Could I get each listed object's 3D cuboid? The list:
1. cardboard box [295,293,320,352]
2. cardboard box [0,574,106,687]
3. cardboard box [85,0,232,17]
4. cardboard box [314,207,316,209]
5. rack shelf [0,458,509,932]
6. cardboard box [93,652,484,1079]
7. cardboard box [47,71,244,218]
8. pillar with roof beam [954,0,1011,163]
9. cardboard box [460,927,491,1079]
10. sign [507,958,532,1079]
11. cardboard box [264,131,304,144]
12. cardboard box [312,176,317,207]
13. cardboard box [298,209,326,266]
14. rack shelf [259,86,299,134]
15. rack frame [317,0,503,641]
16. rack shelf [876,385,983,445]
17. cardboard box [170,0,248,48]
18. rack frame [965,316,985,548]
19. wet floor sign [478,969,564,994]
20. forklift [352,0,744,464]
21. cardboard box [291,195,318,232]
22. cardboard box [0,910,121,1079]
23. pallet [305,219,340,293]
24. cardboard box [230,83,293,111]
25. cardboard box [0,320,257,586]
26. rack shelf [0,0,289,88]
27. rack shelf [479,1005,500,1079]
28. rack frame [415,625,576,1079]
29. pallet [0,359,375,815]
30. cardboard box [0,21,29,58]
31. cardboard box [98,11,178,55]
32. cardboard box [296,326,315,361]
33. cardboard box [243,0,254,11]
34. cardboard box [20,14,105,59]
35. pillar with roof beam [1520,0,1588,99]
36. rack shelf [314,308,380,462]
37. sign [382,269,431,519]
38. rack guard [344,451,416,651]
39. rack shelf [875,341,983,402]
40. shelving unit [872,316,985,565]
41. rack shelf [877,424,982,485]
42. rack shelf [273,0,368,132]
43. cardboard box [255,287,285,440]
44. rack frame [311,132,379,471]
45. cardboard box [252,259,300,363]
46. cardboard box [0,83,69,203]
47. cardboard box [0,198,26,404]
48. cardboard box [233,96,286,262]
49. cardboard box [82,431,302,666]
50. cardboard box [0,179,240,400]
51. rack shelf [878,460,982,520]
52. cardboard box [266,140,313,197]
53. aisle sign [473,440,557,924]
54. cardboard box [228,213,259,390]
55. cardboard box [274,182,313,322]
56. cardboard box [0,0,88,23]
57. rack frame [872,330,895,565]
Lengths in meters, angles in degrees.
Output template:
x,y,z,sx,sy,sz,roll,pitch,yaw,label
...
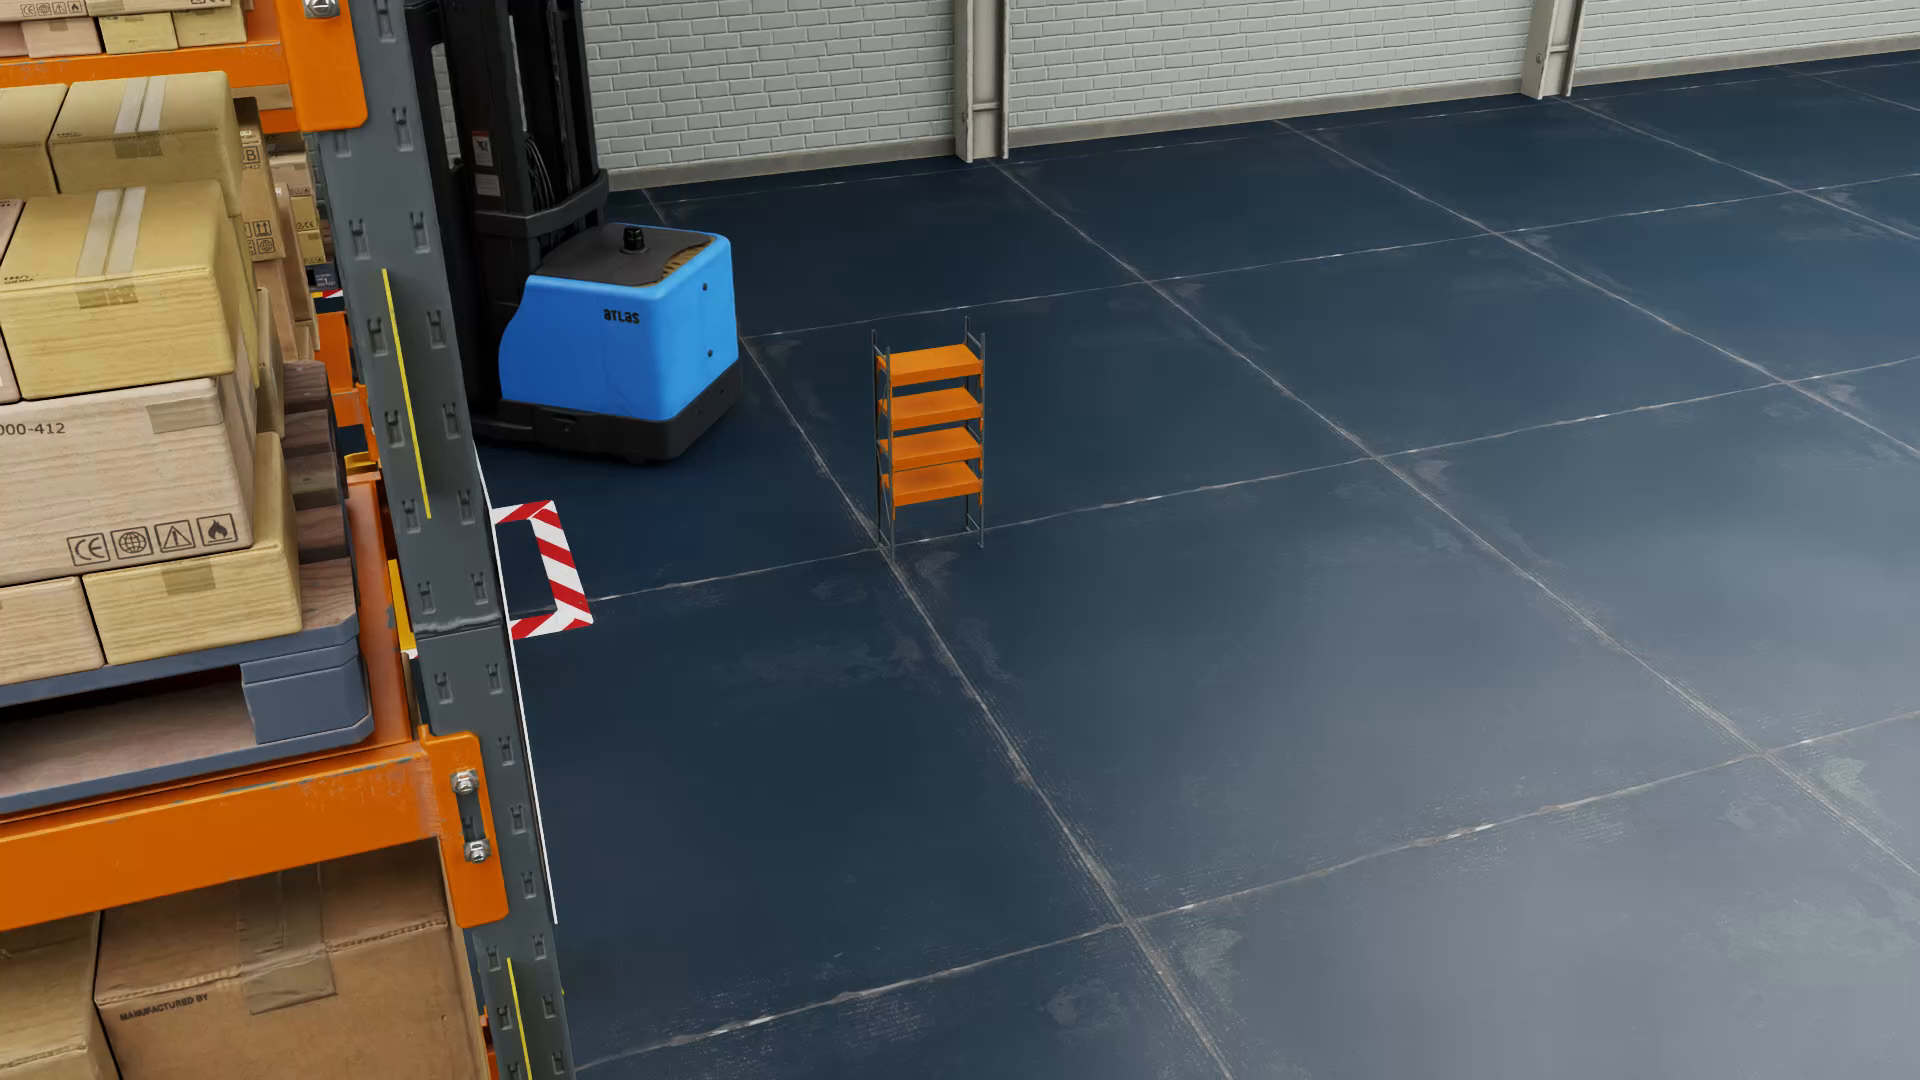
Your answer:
x,y,z,sx,sy,sz,roll,pitch,yaw,label
-3.123,-1.000,7.728,0.250,0.149,0.380,-10,31,-17,cardboard box
-1.342,0.045,2.338,0.250,0.149,0.380,-10,31,-17,cardboard box
-3.118,-2.225,6.447,0.500,0.250,0.500,-11,31,-18,cardboard box
-4.995,-2.367,12.228,0.500,0.250,0.500,-10,31,-17,cardboard box
-2.786,0.562,2.429,4.000,0.370,1.077,-10,31,-18,rack shelf
-1.273,0.720,3.215,0.550,0.550,0.875,-10,31,-18,cardboard box
-1.336,-0.649,2.751,0.250,0.149,0.380,-10,31,-17,cardboard box
1.691,-5.317,8.991,0.400,9.000,9.100,-10,31,-18,pillar with roof beam
-1.244,1.228,3.413,0.550,0.550,0.875,-10,31,-18,cardboard box
-0.736,0.856,2.809,0.005,0.325,0.100,-10,31,-18,sign
-4.983,-2.801,11.979,0.500,0.250,0.500,-11,31,-18,cardboard box
-4.980,-2.594,12.121,0.500,0.250,0.500,-10,31,-17,cardboard box
-4.797,-2.134,11.818,0.500,0.250,0.500,-10,31,-17,cardboard box
-6.341,-2.716,11.213,4.000,0.370,1.077,-10,31,-18,rack shelf
-0.912,-1.399,2.115,0.127,3.000,1.000,-10,31,-18,rack frame
-0.155,-0.629,8.325,0.480,0.148,0.258,-10,31,-18,rack shelf
-2.969,-2.074,6.584,0.250,0.149,0.380,-10,31,-17,cardboard box
0.074,-0.535,8.477,0.015,1.200,0.240,-10,31,-18,rack frame
-1.575,1.307,5.804,0.232,0.644,0.267,-16,33,-26,wet floor sign
-2.900,-2.123,9.515,3.031,2.935,1.130,9,31,15,forklift
-4.814,-2.350,11.692,0.500,0.250,0.500,-11,31,-18,cardboard box
-1.756,0.857,2.973,0.550,0.550,0.875,-10,31,-18,cardboard box
-5.169,-2.011,12.066,1.213,0.211,1.003,-10,31,-18,pallet
-4.837,-3.210,11.254,0.500,0.500,0.500,-11,32,-19,cardboard box
-1.273,-0.171,2.316,0.500,0.250,0.500,-10,31,-17,cardboard box
-4.607,-1.717,6.430,4.000,0.370,1.077,-10,31,-18,rack shelf
-2.786,1.866,3.172,4.000,0.370,1.077,-10,31,-18,rack shelf
-0.912,1.208,3.600,0.127,3.000,1.000,-10,31,-18,rack frame
-1.603,0.076,2.646,1.213,0.211,1.003,-10,31,-18,pallet
-3.713,-1.973,6.407,0.250,0.149,0.380,-10,31,-17,cardboard box
-3.191,-2.016,6.482,0.250,0.149,0.380,-10,31,-17,cardboard box
-3.008,-0.798,7.375,0.250,0.149,0.380,-9,31,-16,cardboard box
-3.157,-2.359,7.084,0.250,0.149,0.380,-10,31,-18,cardboard box
-3.452,-1.986,6.429,0.250,0.149,0.380,-9,31,-16,cardboard box
7.314,-6.352,10.809,0.400,9.000,9.100,-10,31,-18,pillar with roof beam
-4.607,-0.414,7.172,4.000,0.370,1.077,-10,31,-18,rack shelf
-0.736,-0.192,2.212,0.005,0.325,0.100,-10,31,-18,sign
-2.804,0.028,8.196,0.348,0.500,1.175,-10,31,-18,rack guard
-0.155,-0.834,8.208,0.480,0.148,0.258,-10,31,-18,rack shelf
-0.155,-0.493,8.403,0.503,1.200,0.258,-10,31,-18,shelving unit
-0.155,-0.434,8.436,0.480,0.148,0.258,-10,31,-18,rack shelf
-2.786,-0.567,1.786,4.000,0.370,1.077,-10,31,-18,rack shelf
-1.345,-0.302,2.948,0.250,0.149,0.380,-10,31,-17,cardboard box
-2.733,-1.071,7.600,0.127,3.000,1.000,-10,31,-18,rack frame
-3.145,-1.023,7.113,0.500,0.500,0.500,-11,31,-19,cardboard box
-1.571,-0.606,2.676,0.250,0.149,0.380,-10,31,-17,cardboard box
-1.344,-0.301,2.141,0.250,0.149,0.380,-10,31,-17,cardboard box
-3.135,-1.489,6.922,0.500,0.500,0.700,-11,32,-19,cardboard box
-1.105,0.002,2.414,0.250,0.149,0.380,-11,31,-18,cardboard box
-1.109,-0.343,2.215,0.250,0.149,0.380,-10,31,-17,cardboard box
-0.155,-0.262,8.534,0.480,0.148,0.258,-10,31,-18,rack shelf
-4.790,-2.572,11.577,0.500,0.250,0.500,-9,31,-16,cardboard box
-0.741,0.205,2.734,0.004,0.787,0.394,-10,31,-18,aisle sign
-1.454,-0.421,2.755,0.500,0.250,0.500,-11,31,-18,cardboard box
-3.273,-1.291,7.584,0.500,0.500,0.500,-11,31,-18,cardboard box
-3.595,-2.145,6.306,0.500,0.250,0.500,-11,31,-18,cardboard box
-0.384,-0.451,8.329,0.015,1.200,0.240,-10,31,-18,rack frame
